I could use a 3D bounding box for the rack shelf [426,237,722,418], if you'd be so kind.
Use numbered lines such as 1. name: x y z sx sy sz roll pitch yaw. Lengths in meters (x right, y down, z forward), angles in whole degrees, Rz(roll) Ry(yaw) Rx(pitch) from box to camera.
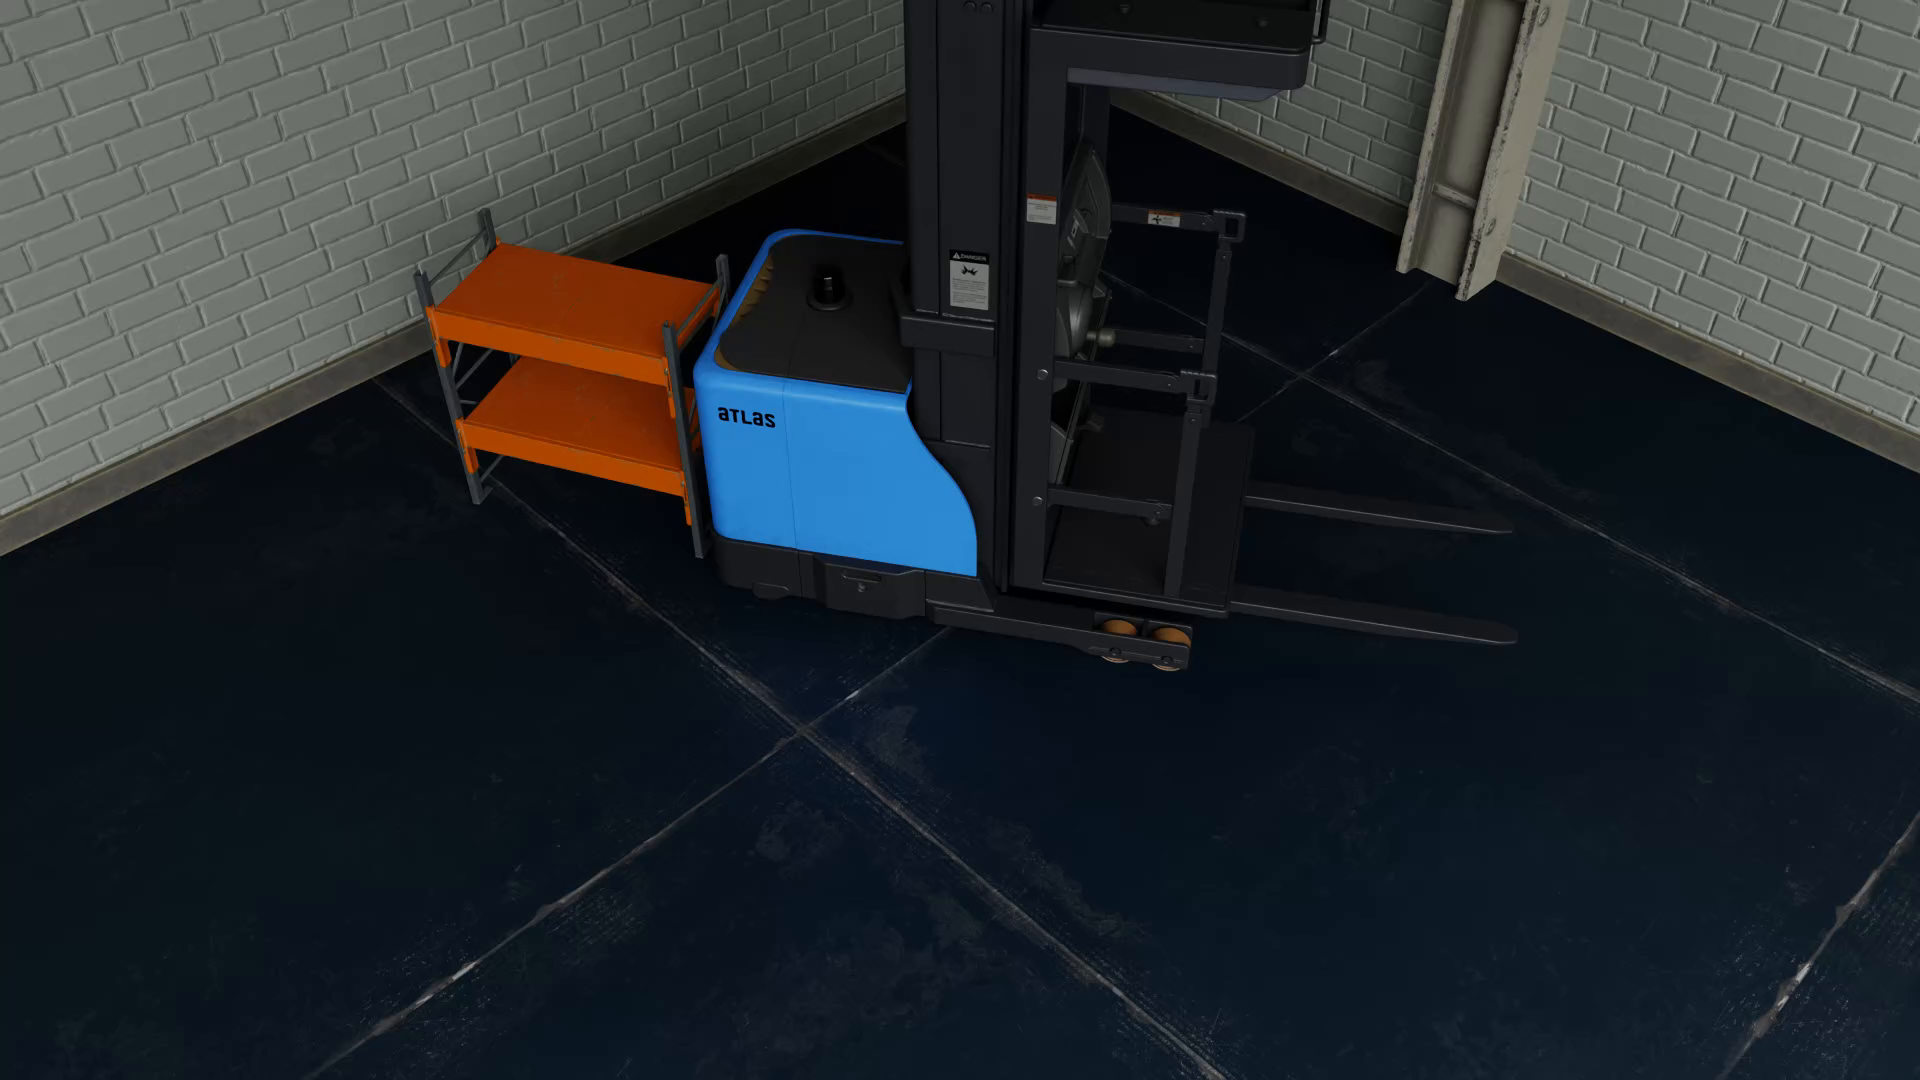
1. rack shelf: -1.449 -0.827 6.385 1.000 0.278 0.538 13 44 14

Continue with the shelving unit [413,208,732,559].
1. shelving unit: -1.449 -0.612 6.584 1.048 1.125 0.538 13 44 14

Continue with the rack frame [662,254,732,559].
1. rack frame: -0.967 -0.502 6.464 0.032 1.125 0.500 13 44 14

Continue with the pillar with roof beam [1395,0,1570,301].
1. pillar with roof beam: -0.658 -2.555 2.884 9.100 9.000 0.400 -34 53 -31

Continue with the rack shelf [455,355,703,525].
1. rack shelf: -1.449 -0.433 6.750 1.000 0.278 0.538 13 44 14

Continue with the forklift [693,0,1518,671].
1. forklift: 0.613 -0.984 5.656 3.031 2.935 1.130 9 43 9

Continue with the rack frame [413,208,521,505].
1. rack frame: -1.930 -0.723 6.703 0.032 1.125 0.500 13 44 14
